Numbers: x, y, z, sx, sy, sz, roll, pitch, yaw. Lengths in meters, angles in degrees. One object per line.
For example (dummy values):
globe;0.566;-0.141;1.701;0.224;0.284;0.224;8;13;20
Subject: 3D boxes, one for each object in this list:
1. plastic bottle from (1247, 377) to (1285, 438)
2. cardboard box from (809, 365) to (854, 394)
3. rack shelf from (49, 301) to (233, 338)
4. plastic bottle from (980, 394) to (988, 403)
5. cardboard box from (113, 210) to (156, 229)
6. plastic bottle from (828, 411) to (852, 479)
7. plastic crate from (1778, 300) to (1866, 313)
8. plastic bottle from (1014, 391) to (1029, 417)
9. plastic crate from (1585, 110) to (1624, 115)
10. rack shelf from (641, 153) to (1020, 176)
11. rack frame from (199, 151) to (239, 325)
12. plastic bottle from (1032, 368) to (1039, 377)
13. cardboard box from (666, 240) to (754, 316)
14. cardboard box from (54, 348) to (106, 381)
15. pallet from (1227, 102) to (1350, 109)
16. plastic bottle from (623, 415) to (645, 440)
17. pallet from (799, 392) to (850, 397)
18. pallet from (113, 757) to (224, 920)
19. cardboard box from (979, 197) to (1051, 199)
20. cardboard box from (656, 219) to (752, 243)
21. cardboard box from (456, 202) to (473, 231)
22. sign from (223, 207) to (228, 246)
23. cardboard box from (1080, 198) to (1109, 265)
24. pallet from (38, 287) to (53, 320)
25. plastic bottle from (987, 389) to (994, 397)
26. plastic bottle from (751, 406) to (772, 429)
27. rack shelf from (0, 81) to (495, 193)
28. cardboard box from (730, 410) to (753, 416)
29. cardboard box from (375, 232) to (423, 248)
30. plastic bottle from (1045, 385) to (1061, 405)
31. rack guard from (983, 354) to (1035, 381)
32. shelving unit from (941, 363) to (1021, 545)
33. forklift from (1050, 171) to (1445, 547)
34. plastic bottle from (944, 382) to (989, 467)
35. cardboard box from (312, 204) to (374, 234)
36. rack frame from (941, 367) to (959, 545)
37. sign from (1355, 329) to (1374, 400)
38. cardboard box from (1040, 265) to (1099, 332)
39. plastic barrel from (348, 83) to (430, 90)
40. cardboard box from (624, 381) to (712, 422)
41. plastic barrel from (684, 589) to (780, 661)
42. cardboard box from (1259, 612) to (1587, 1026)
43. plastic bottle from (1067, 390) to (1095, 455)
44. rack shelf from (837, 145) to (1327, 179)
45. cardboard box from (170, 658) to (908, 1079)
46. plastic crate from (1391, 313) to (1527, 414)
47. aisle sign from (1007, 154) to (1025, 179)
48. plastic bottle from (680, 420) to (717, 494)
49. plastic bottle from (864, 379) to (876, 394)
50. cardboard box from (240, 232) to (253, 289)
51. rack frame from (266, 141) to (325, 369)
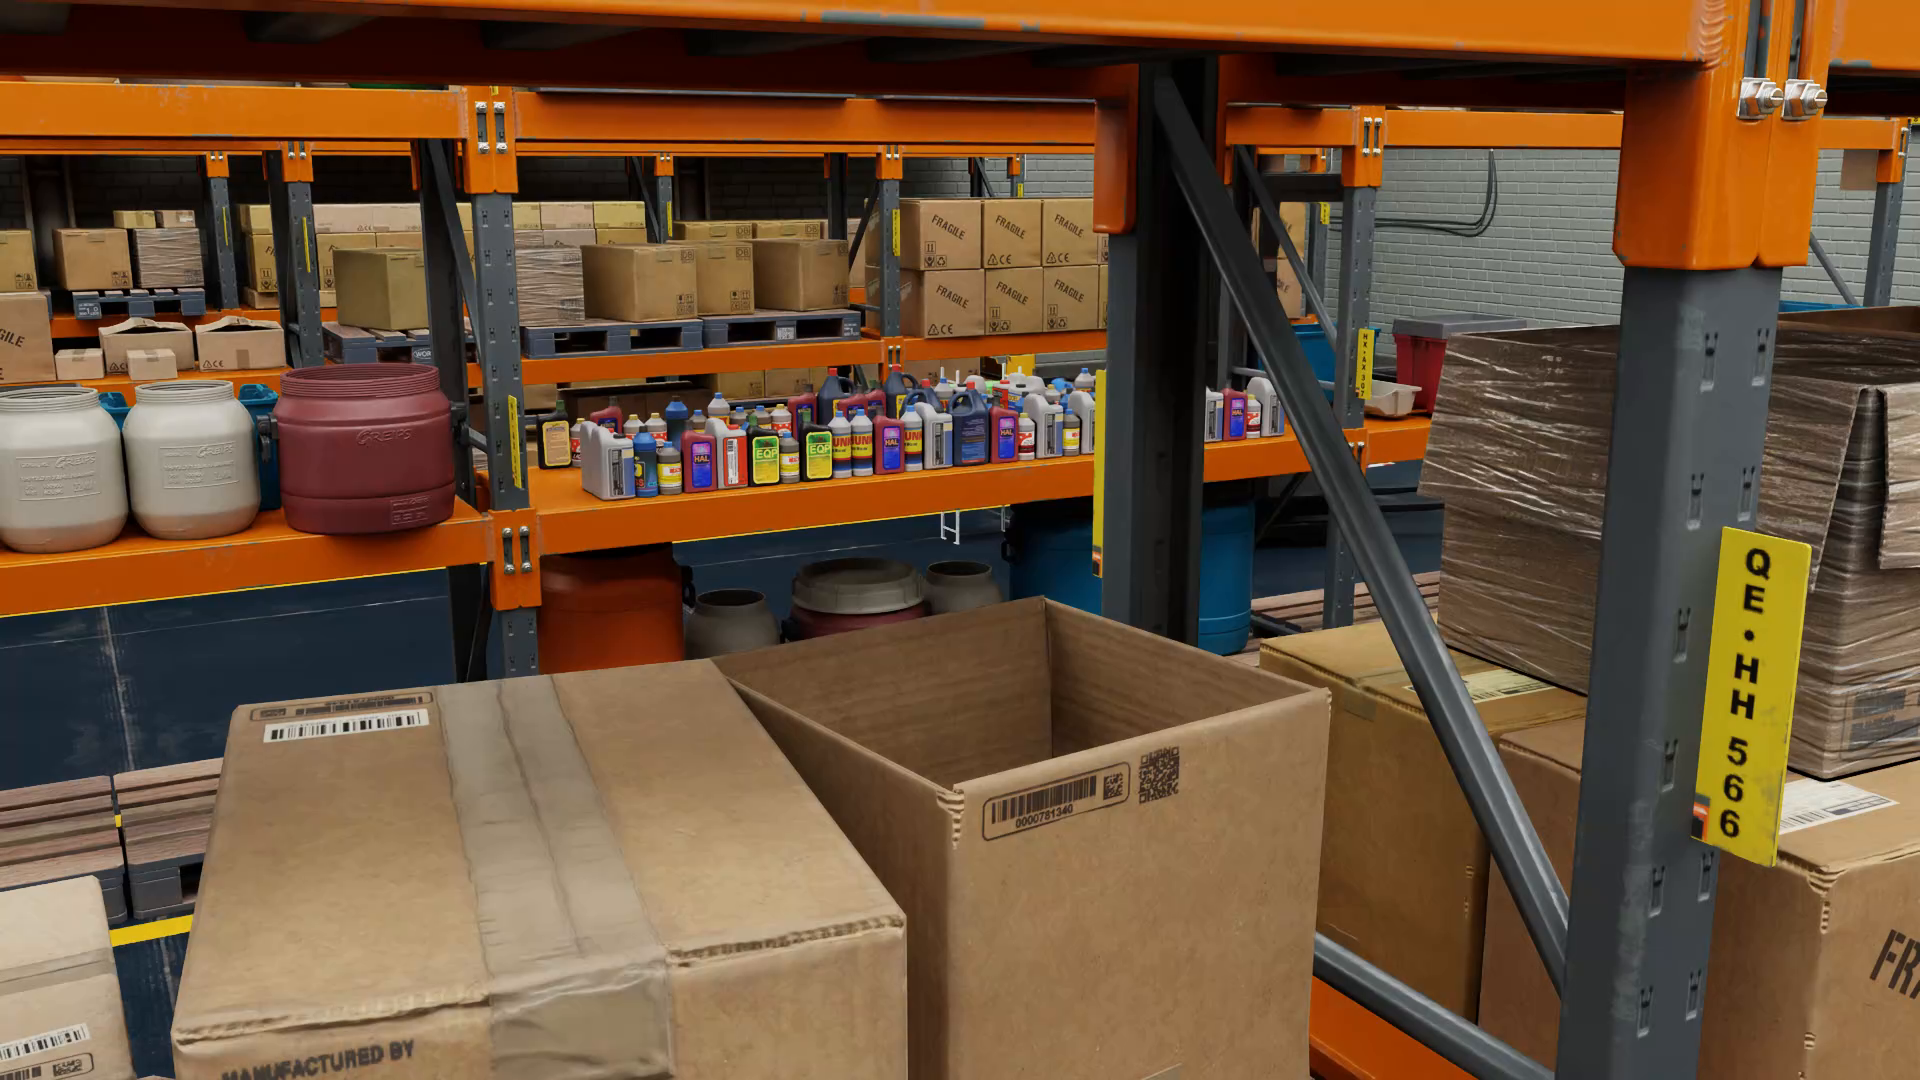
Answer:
plastic bottle;1.451;-0.634;7.878;0.135;0.276;0.152;-7;14;-28
cardboard box;-1.505;-1.858;17.770;0.500;0.500;0.700;-6;14;-27
rack shelf;-8.371;-1.726;14.084;4.000;0.370;1.077;-7;14;-28
plastic bottle;0.113;-0.583;7.818;0.097;0.201;0.097;0;13;0
cardboard box;-7.179;-2.788;14.459;0.250;0.149;0.380;-10;16;-37
plastic bottle;-0.493;-0.392;6.813;0.097;0.271;0.097;0;13;0
plastic crate;4.949;-1.195;9.869;0.499;0.435;0.616;-7;14;-28
plastic bottle;0.290;-0.524;7.399;0.097;0.271;0.097;0;13;0
plastic crate;3.458;-2.289;8.717;0.530;0.136;0.437;-7;14;-28
rack shelf;-1.349;-4.031;17.494;4.000;0.370;1.077;-7;14;-28
rack frame;-6.616;-2.287;14.940;0.127;3.000;1.000;-7;14;-28
plastic bottle;0.336;-0.692;8.117;0.133;0.283;0.061;-7;14;-28
cardboard box;-1.824;-1.916;12.107;0.500;0.500;0.700;-4;13;-19
cardboard box;-5.331;-1.065;10.083;0.250;0.149;0.380;-6;14;-24
pallet;1.001;-2.069;7.567;1.003;0.211;1.213;-7;14;-28
plastic bottle;-1.405;-0.439;7.178;0.097;0.201;0.097;0;13;0
pallet;-1.328;-1.542;17.978;1.213;0.211;1.003;-7;14;-28
pallet;-2.567;1.057;6.433;1.213;0.211;1.003;-7;14;-28
cardboard box;0.483;-2.501;13.384;0.500;0.500;0.500;-7;14;-27
cardboard box;-2.621;-2.908;17.016;0.700;0.700;0.980;-7;14;-27
cardboard box;-4.740;-3.020;15.536;0.500;0.250;0.500;-7;15;-29
sign;-6.347;-2.710;14.361;0.005;0.325;0.100;-7;14;-28
cardboard box;1.178;-2.448;13.152;0.500;0.500;0.500;-6;14;-26
pallet;-8.333;-1.977;14.000;1.213;0.211;1.003;-7;14;-28
plastic bottle;0.126;-0.622;7.994;0.097;0.201;0.097;0;13;0
plastic bottle;-0.893;-0.500;7.451;0.097;0.201;0.097;0;13;0
rack shelf;-3.624;-1.280;5.271;4.000;0.370;1.077;-7;14;-28
cardboard box;-1.732;-0.687;12.519;0.500;0.500;0.500;-7;14;-27
cardboard box;-5.166;-2.598;15.370;0.500;0.500;0.500;-7;14;-28
plastic bottle;0.447;-0.661;8.165;0.097;0.201;0.097;0;13;0
rack guard;0.427;-1.912;18.965;0.348;0.500;1.175;-7;14;-28
shelving unit;0.145;-0.603;11.555;0.503;1.200;0.258;-7;14;-28
forklift;2.194;-1.497;11.585;3.031;2.935;1.130;-2;13;-10
plastic bottle;0.025;-0.499;7.106;0.185;0.351;0.144;-7;14;-28
cardboard box;-5.622;-2.911;15.055;0.500;0.250;0.500;-7;14;-29
rack frame;-0.069;-0.577;11.441;0.015;1.200;0.240;-7;14;-28
sign;1.904;-0.827;7.824;0.005;0.325;0.100;-7;14;-28
cardboard box;0.738;-1.910;13.037;0.500;0.500;0.500;-7;14;-28
plastic barrel;-2.061;-1.730;5.985;0.294;0.245;0.294;0;13;0
cardboard box;-2.147;-1.005;12.228;0.500;0.250;0.500;-7;14;-28
plastic barrel;-0.995;0.500;7.267;0.421;0.512;0.421;0;13;0
cardboard box;0.819;0.428;2.647;0.500;0.500;0.500;-6;14;-26
plastic bottle;0.570;-0.529;7.409;0.135;0.276;0.152;-7;14;-28
rack shelf;1.028;-3.076;13.254;4.000;0.370;1.077;-7;14;-28
cardboard box;-0.392;0.466;1.524;0.500;0.500;0.700;-5;13;-20
plastic crate;2.546;-0.905;8.515;0.583;0.464;0.402;-7;14;-28
aisle sign;0.613;-4.347;18.171;0.004;0.787;0.394;-7;14;-28
plastic bottle;-1.024;-0.330;6.509;0.133;0.283;0.061;-7;14;-28
plastic bottle;-0.435;-0.599;7.706;0.133;0.283;0.061;-7;14;-28
cardboard box;-6.327;-2.591;15.340;0.500;0.500;0.500;-7;14;-28
rack frame;-4.239;-1.333;10.699;0.127;3.000;1.000;-7;14;-28
